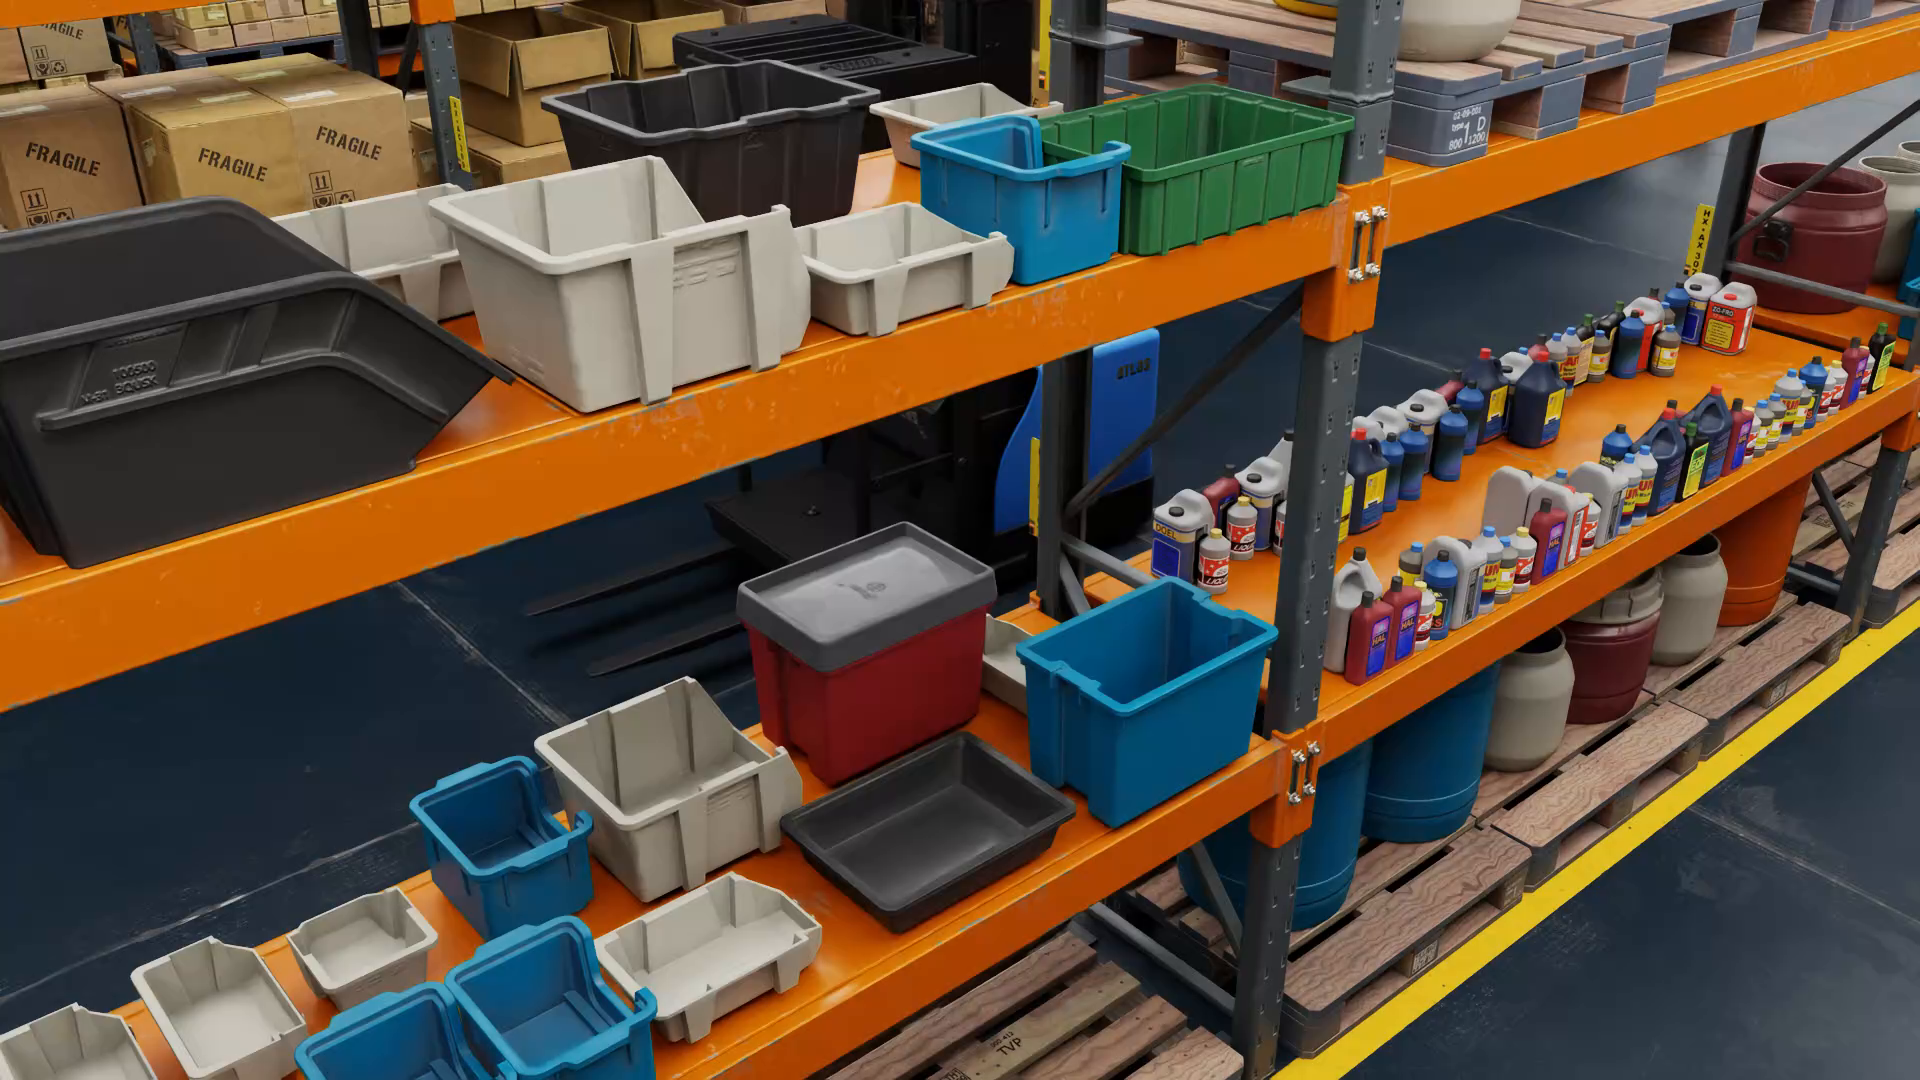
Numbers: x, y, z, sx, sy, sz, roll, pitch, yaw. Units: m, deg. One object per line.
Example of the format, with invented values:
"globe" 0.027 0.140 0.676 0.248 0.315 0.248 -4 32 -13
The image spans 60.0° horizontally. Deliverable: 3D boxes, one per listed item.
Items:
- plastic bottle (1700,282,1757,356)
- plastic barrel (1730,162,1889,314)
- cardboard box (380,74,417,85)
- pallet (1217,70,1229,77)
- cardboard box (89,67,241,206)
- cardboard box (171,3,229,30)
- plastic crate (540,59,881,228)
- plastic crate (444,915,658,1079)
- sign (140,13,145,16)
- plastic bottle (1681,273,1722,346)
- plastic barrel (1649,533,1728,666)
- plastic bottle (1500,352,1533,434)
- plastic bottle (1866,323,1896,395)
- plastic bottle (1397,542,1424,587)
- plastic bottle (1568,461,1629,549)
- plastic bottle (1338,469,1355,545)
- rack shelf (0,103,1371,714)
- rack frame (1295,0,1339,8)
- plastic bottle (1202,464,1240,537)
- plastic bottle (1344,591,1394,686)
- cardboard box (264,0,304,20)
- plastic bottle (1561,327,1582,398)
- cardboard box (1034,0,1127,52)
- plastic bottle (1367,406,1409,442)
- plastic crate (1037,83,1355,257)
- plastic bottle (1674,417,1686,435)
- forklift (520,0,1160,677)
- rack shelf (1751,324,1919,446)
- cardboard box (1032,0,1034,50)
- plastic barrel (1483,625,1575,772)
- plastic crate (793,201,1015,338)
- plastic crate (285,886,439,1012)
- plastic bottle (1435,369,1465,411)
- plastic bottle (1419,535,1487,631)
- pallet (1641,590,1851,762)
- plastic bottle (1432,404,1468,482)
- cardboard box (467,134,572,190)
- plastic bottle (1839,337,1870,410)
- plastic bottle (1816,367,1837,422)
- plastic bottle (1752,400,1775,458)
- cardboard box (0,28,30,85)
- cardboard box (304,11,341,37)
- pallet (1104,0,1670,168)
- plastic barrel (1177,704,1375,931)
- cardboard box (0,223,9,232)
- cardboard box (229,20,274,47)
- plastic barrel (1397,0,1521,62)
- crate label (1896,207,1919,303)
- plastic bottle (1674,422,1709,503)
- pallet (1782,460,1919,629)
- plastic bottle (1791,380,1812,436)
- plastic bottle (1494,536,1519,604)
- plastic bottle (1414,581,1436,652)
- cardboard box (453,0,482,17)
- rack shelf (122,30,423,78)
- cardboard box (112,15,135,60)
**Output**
"plastic bottle" 3.206 -0.927 6.934 0.135 0.276 0.152 -22 35 -35
"plastic barrel" 3.803 -1.364 7.475 0.708 0.536 0.600 -22 35 -35
"cardboard box" -4.558 -3.466 12.964 0.500 0.250 0.500 -24 36 -37
"pallet" 1.911 -3.365 11.567 1.213 0.211 1.003 -22 35 -35
"cardboard box" -3.521 -1.798 7.480 0.500 0.500 0.500 -22 35 -35
"cardboard box" -5.155 -3.576 11.264 0.250 0.149 0.380 -21 35 -34
"plastic crate" -0.519 -0.813 3.545 0.590 0.269 0.497 -22 35 -35
"plastic crate" -0.808 0.990 3.330 0.300 0.233 0.416 -22 35 -35
"sign" -5.395 -3.604 10.893 0.005 0.325 0.100 -22 35 -35
"plastic bottle" 3.108 -0.982 7.036 0.135 0.276 0.152 -22 35 -35
"plastic barrel" 2.914 0.220 6.850 0.421 0.512 0.421 0 28 0
"plastic bottle" 2.053 -0.557 6.242 0.135 0.276 0.152 -22 35 -35
"plastic bottle" 3.616 -0.725 6.547 0.133 0.283 0.061 -22 35 -35
"plastic bottle" 1.386 0.102 5.087 0.097 0.201 0.097 0 28 0
"plastic bottle" 2.084 -0.134 5.449 0.135 0.276 0.152 -22 35 -35
"plastic bottle" 1.184 -0.154 5.409 0.185 0.351 0.144 -22 35 -35
"rack shelf" -0.918 -0.223 3.066 4.000 0.370 1.077 -22 35 -35
"rack frame" 0.602 -2.476 3.336 0.053 2.616 0.949 -22 35 -35
"plastic bottle" 0.840 -0.101 5.381 0.133 0.283 0.061 -22 35 -35
"plastic bottle" 1.160 0.263 4.699 0.133 0.283 0.061 -22 35 -35
"cardboard box" -4.763 -3.735 11.562 0.250 0.149 0.380 -21 35 -34
"plastic bottle" 2.373 -0.701 6.516 0.097 0.271 0.097 0 28 0
"cardboard box" 0.817 -3.238 10.574 0.500 0.500 0.500 23 36 36
"plastic bottle" 1.458 -0.318 5.795 0.135 0.276 0.152 -22 35 -35
"plastic crate" 0.478 -0.821 3.646 0.662 0.188 0.450 -22 35 -35
"plastic bottle" 2.465 -0.300 5.752 0.133 0.283 0.061 -22 35 -35
"forklift" -0.510 -1.105 7.208 3.031 2.935 1.130 -20 34 -33
"rack shelf" 5.168 -1.347 8.352 4.000 0.370 1.077 -22 35 -35
"cardboard box" 0.856 -5.277 16.751 0.875 0.875 0.875 -21 35 -34
"plastic barrel" 2.055 0.565 6.204 0.421 0.512 0.421 0 28 0
"plastic crate" -0.117 -0.510 3.120 0.466 0.136 0.293 -22 35 -35
"plastic crate" -1.297 0.895 3.609 0.250 0.136 0.298 -22 35 -35
"plastic bottle" 1.780 -0.480 6.089 0.133 0.283 0.061 -22 35 -35
"plastic bottle" 1.481 0.109 4.996 0.135 0.276 0.152 -22 35 -35
"pallet" 3.074 0.433 7.216 1.213 0.211 1.003 -22 35 -35
"plastic bottle" 1.729 -0.348 5.855 0.097 0.271 0.097 0 28 0
"cardboard box" -2.099 -1.700 8.143 0.500 0.500 0.500 -22 35 -35
"plastic bottle" 3.440 -0.654 6.415 0.133 0.283 0.061 -22 35 -35
"plastic bottle" 3.267 -0.559 6.325 0.097 0.201 0.097 0 28 0
"plastic bottle" 2.896 -0.411 6.047 0.097 0.201 0.097 0 28 0
"cardboard box" -6.334 -3.182 10.600 0.500 0.500 0.500 -23 36 -36
"cardboard box" -4.564 -3.683 11.780 0.250 0.149 0.380 -21 35 -34
"pallet" 1.137 -1.344 4.600 1.003 0.211 1.213 -22 35 -35
"plastic barrel" 1.029 0.751 5.444 0.708 0.901 0.600 -22 35 -35
"cardboard box" -4.291 -1.162 7.085 0.500 0.250 0.500 -22 35 -35
"cardboard box" -4.948 -3.531 11.497 0.250 0.149 0.380 -21 35 -34
"plastic barrel" 1.167 -1.468 4.043 0.433 0.535 0.433 0 28 0
"crate label" 4.578 -1.275 7.417 0.616 0.435 0.502 -22 35 -35
"plastic bottle" 2.504 -0.278 5.711 0.133 0.283 0.061 -22 35 -35
"pallet" 4.261 -0.046 8.112 1.213 0.211 1.003 -22 35 -35
"plastic bottle" 3.119 -0.500 6.214 0.097 0.201 0.097 0 28 0
"plastic bottle" 1.662 0.086 5.117 0.097 0.201 0.097 0 28 0
"plastic bottle" 1.337 0.216 4.873 0.097 0.201 0.097 0 28 0
"cardboard box" -3.767 -4.006 12.385 0.250 0.149 0.380 -21 34 -33
"rack shelf" -4.232 -3.709 12.771 4.000 0.370 1.077 -22 35 -35
"cardboard box" -7.941 -4.904 16.053 0.875 0.875 0.875 -21 34 -34
